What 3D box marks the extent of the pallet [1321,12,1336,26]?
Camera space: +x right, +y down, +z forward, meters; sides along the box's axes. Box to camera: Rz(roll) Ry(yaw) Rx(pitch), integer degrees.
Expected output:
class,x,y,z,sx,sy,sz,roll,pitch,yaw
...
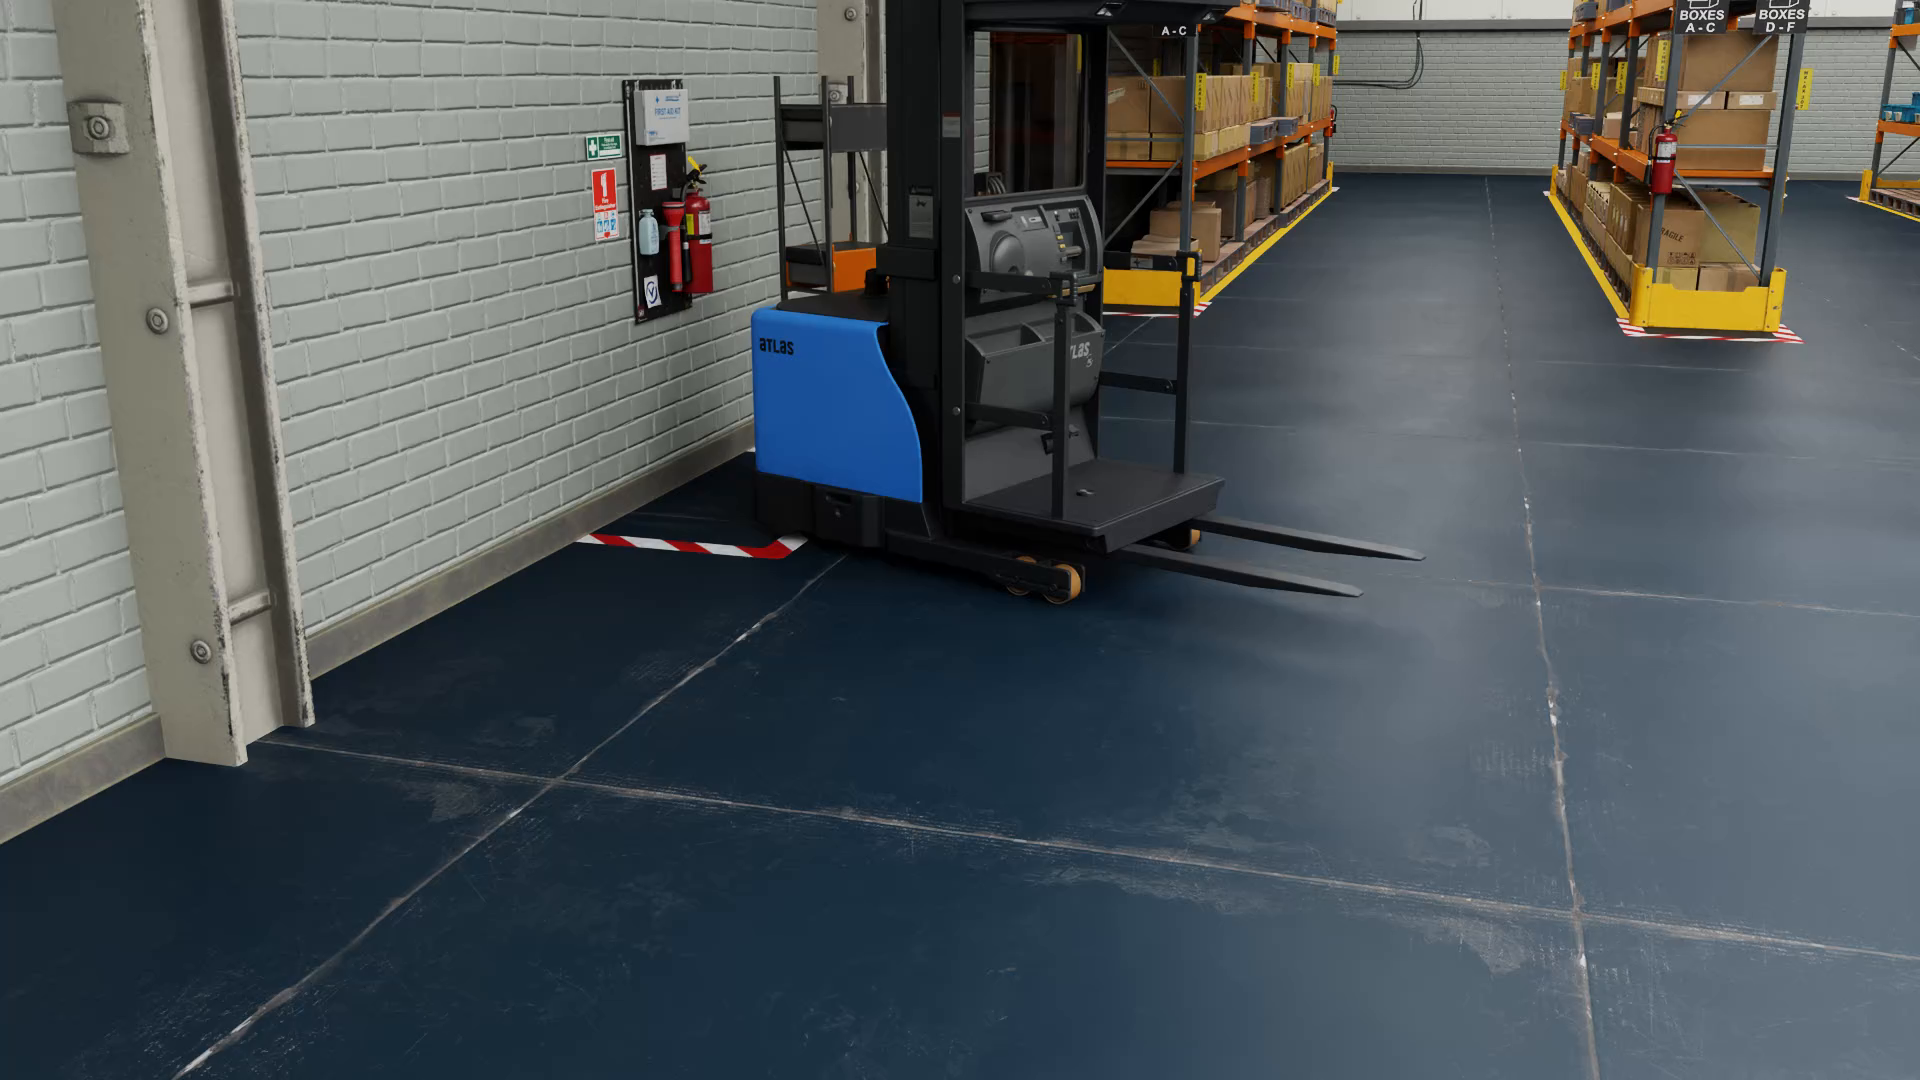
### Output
class,x,y,z,sx,sy,sz,roll,pitch,yaw
pallet,5.996,-9.067,28.963,1.003,0.211,1.213,5,16,16

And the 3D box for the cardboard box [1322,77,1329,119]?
class,x,y,z,sx,sy,sz,roll,pitch,yaw
cardboard box,5.865,-7.680,28.859,0.980,0.700,0.700,4,16,15

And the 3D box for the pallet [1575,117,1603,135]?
class,x,y,z,sx,sy,sz,roll,pitch,yaw
pallet,8.799,-5.475,21.988,1.213,0.211,1.003,5,16,16

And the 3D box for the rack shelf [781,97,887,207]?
class,x,y,z,sx,sy,sz,roll,pitch,yaw
rack shelf,-0.606,-1.964,8.384,0.431,0.518,0.480,15,21,43

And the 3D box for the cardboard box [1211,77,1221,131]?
class,x,y,z,sx,sy,sz,roll,pitch,yaw
cardboard box,2.223,-4.203,16.016,0.500,0.500,0.500,5,16,16

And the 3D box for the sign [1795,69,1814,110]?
class,x,y,z,sx,sy,sz,roll,pitch,yaw
sign,6.931,-3.702,13.652,0.100,0.325,0.005,5,16,16

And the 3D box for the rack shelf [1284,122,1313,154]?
class,x,y,z,sx,sy,sz,roll,pitch,yaw
rack shelf,4.491,-5.945,24.611,1.077,0.370,4.000,5,16,16

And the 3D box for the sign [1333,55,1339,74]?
class,x,y,z,sx,sy,sz,roll,pitch,yaw
sign,6.713,-8.486,29.696,0.100,0.325,0.005,5,16,16

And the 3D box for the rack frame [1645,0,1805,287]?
class,x,y,z,sx,sy,sz,roll,pitch,yaw
rack frame,6.400,-3.292,13.938,1.000,3.000,0.127,5,16,16

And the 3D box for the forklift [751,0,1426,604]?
class,x,y,z,sx,sy,sz,roll,pitch,yaw
forklift,0.497,-1.307,7.066,3.031,2.935,1.130,12,20,36

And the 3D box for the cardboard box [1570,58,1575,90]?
class,x,y,z,sx,sy,sz,roll,pitch,yaw
cardboard box,10.136,-7.511,26.796,0.500,0.500,0.500,4,16,15

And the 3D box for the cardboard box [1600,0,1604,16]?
class,x,y,z,sx,sy,sz,roll,pitch,yaw
cardboard box,8.910,-7.126,21.777,0.910,0.500,0.500,5,16,16

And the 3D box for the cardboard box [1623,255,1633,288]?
class,x,y,z,sx,sy,sz,roll,pitch,yaw
cardboard box,6.400,-2.466,15.296,0.500,0.250,0.500,5,16,16

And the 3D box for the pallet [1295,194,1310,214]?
class,x,y,z,sx,sy,sz,roll,pitch,yaw
pallet,4.913,-5.265,26.006,1.003,0.211,1.213,5,16,16

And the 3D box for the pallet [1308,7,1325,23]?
class,x,y,z,sx,sy,sz,roll,pitch,yaw
pallet,5.302,-8.428,26.712,1.003,0.211,1.213,5,16,16

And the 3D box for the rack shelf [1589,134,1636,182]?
class,x,y,z,sx,sy,sz,roll,pitch,yaw
rack shelf,8.105,-4.516,19.571,1.077,0.370,4.000,5,16,16

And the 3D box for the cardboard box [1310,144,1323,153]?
class,x,y,z,sx,sy,sz,roll,pitch,yaw
cardboard box,6.160,-6.867,29.165,0.380,0.149,0.250,5,17,17

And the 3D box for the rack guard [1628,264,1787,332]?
class,x,y,z,sx,sy,sz,roll,pitch,yaw
rack guard,6.393,-2.083,14.257,1.175,0.500,0.348,5,16,16

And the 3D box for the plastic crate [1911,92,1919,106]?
class,x,y,z,sx,sy,sz,roll,pitch,yaw
plastic crate,15.779,-7.037,26.966,0.616,0.435,0.499,5,16,16

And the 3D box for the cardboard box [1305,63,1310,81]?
class,x,y,z,sx,sy,sz,roll,pitch,yaw
cardboard box,5.018,-7.101,25.229,0.500,0.250,0.500,5,17,17

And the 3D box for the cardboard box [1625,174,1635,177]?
class,x,y,z,sx,sy,sz,roll,pitch,yaw
cardboard box,9.368,-4.759,22.886,0.500,0.500,0.500,4,16,15

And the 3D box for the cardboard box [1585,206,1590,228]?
class,x,y,z,sx,sy,sz,roll,pitch,yaw
cardboard box,8.101,-4.018,20.769,0.500,0.250,0.500,4,16,14

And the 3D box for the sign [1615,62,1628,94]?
class,x,y,z,sx,sy,sz,roll,pitch,yaw
sign,7.014,-4.897,17.620,0.100,0.325,0.005,5,16,16

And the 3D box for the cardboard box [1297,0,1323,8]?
class,x,y,z,sx,sy,sz,roll,pitch,yaw
cardboard box,5.509,-8.596,26.463,0.500,0.250,0.500,5,16,16

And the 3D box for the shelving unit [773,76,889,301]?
class,x,y,z,sx,sy,sz,roll,pitch,yaw
shelving unit,-0.603,-1.303,8.568,0.431,2.100,0.503,15,21,43

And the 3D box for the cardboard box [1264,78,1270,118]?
class,x,y,z,sx,sy,sz,roll,pitch,yaw
cardboard box,3.666,-5.756,21.636,0.700,0.500,0.500,3,16,11

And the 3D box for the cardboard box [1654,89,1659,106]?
class,x,y,z,sx,sy,sz,roll,pitch,yaw
cardboard box,6.765,-4.173,15.672,0.380,0.149,0.250,4,16,15

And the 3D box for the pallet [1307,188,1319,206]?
class,x,y,z,sx,sy,sz,roll,pitch,yaw
pallet,5.351,-5.666,27.418,1.003,0.211,1.213,5,16,16

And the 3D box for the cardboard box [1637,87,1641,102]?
class,x,y,z,sx,sy,sz,roll,pitch,yaw
cardboard box,7.275,-4.643,17.331,0.380,0.149,0.250,5,16,16

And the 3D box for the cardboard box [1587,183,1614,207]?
class,x,y,z,sx,sy,sz,roll,pitch,yaw
cardboard box,8.102,-4.282,20.669,0.500,0.311,0.500,4,16,14

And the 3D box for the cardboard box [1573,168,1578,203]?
class,x,y,z,sx,sy,sz,roll,pitch,yaw
cardboard box,9.298,-5.192,24.413,0.500,0.500,0.500,5,17,17

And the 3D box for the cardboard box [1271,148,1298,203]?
class,x,y,z,sx,sy,sz,roll,pitch,yaw
cardboard box,4.513,-5.347,24.353,0.750,0.750,0.750,5,16,16

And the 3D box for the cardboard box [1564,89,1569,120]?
class,x,y,z,sx,sy,sz,roll,pitch,yaw
cardboard box,10.427,-7.295,27.868,0.500,0.500,0.500,4,16,15

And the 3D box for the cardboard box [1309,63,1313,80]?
class,x,y,z,sx,sy,sz,roll,pitch,yaw
cardboard box,5.172,-7.234,25.698,0.500,0.250,0.500,5,17,17

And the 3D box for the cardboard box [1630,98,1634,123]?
class,x,y,z,sx,sy,sz,roll,pitch,yaw
cardboard box,8.212,-4.993,19.752,0.500,0.500,0.500,4,16,13

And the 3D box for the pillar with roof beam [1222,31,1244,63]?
class,x,y,z,sx,sy,sz,roll,pitch,yaw
pillar with roof beam,8.557,-9.617,25.244,9.100,9.000,0.400,5,16,16

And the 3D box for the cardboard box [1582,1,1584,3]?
class,x,y,z,sx,sy,sz,roll,pitch,yaw
cardboard box,9.834,-8.322,25.533,0.500,0.250,0.500,5,16,16

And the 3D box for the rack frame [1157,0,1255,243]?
class,x,y,z,sx,sy,sz,roll,pitch,yaw
rack frame,2.786,-4.722,18.979,1.000,3.000,0.127,5,16,16

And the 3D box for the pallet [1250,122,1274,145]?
class,x,y,z,sx,sy,sz,roll,pitch,yaw
pallet,3.143,-4.818,19.670,1.003,0.211,1.213,5,16,16

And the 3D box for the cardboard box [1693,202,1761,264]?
class,x,y,z,sx,sy,sz,roll,pitch,yaw
cardboard box,6.906,-2.786,15.049,0.500,0.500,0.500,5,16,16

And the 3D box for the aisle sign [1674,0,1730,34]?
class,x,y,z,sx,sy,sz,roll,pitch,yaw
aisle sign,6.100,-4.548,13.603,0.394,0.787,0.004,5,16,16

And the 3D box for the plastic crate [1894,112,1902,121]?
class,x,y,z,sx,sy,sz,roll,pitch,yaw
plastic crate,14.946,-6.701,26.330,0.250,0.136,0.298,5,16,16

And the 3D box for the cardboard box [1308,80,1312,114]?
class,x,y,z,sx,sy,sz,roll,pitch,yaw
cardboard box,5.170,-6.875,25.806,0.500,0.500,0.500,4,16,15

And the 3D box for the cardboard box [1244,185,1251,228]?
class,x,y,z,sx,sy,sz,roll,pitch,yaw
cardboard box,3.262,-4.194,20.893,0.700,0.500,0.500,5,17,17

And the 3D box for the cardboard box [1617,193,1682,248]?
class,x,y,z,sx,sy,sz,roll,pitch,yaw
cardboard box,6.681,-3.089,16.117,0.500,0.500,0.500,5,16,16

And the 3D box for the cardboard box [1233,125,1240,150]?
class,x,y,z,sx,sy,sz,roll,pitch,yaw
cardboard box,2.665,-4.249,17.551,0.500,0.250,0.500,5,16,16

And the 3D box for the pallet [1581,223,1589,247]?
class,x,y,z,sx,sy,sz,roll,pitch,yaw
pallet,8.402,-3.831,20.949,1.003,0.211,1.213,5,16,16

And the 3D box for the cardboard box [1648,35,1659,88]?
class,x,y,z,sx,sy,sz,roll,pitch,yaw
cardboard box,7.274,-4.762,16.560,0.700,0.500,0.500,5,16,16

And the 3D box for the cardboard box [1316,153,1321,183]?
class,x,y,z,sx,sy,sz,roll,pitch,yaw
cardboard box,5.951,-6.539,29.197,0.700,0.500,0.500,5,16,16
